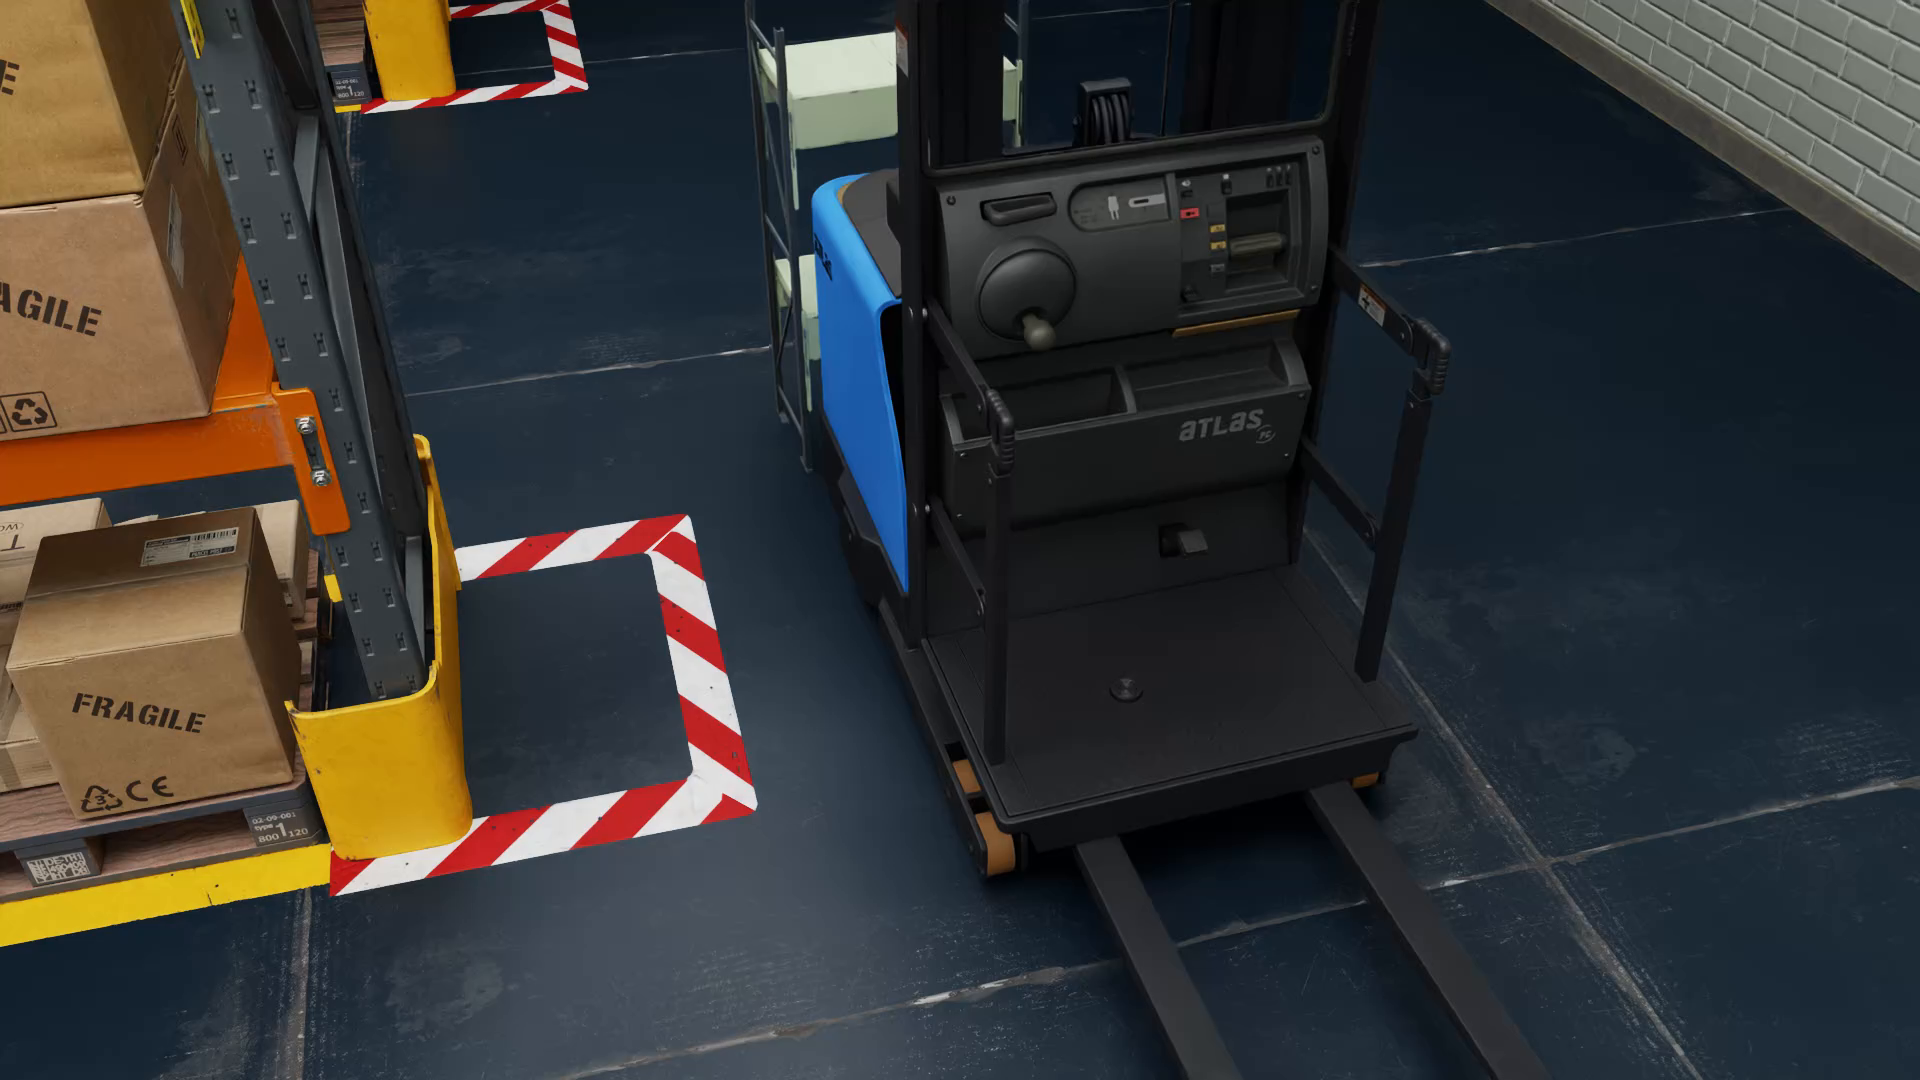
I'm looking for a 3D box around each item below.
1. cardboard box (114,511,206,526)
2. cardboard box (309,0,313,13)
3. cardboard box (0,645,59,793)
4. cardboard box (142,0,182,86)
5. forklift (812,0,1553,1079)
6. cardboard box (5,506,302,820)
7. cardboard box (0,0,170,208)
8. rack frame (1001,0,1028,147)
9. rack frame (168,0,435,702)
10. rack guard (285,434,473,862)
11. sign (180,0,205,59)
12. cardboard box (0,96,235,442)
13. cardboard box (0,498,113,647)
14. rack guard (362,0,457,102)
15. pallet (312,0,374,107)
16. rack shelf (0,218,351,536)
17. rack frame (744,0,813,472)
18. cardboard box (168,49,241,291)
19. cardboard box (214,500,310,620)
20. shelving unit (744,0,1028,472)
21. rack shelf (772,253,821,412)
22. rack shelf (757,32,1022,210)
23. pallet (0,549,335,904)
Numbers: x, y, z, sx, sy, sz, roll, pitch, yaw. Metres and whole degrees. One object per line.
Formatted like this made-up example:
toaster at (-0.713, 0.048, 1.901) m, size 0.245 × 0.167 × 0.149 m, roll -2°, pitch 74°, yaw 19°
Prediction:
cardboard box at (-2.224, 0.101, 4.619) m, size 0.250 × 0.166 × 0.380 m, roll -9°, pitch 38°, yaw -12°
cardboard box at (-3.433, -2.663, 7.975) m, size 0.500 × 0.500 × 0.700 m, roll -9°, pitch 38°, yaw -12°
cardboard box at (-2.364, 0.439, 4.178) m, size 0.250 × 0.166 × 0.380 m, roll -9°, pitch 38°, yaw -12°
cardboard box at (-1.986, -1.275, 3.543) m, size 0.500 × 0.500 × 0.500 m, roll -8°, pitch 38°, yaw -11°
forklift at (0.473, -0.601, 3.623) m, size 1.130 × 2.935 × 3.031 m, roll -11°, pitch 39°, yaw -14°
cardboard box at (-1.949, 0.295, 4.091) m, size 0.500 × 0.500 × 0.500 m, roll -9°, pitch 38°, yaw -12°
cardboard box at (-1.847, -0.959, 3.130) m, size 0.500 × 0.500 × 0.500 m, roll -10°, pitch 38°, yaw -12°
rack frame at (0.122, -1.087, 5.436) m, size 0.023 × 1.500 × 0.400 m, roll -12°, pitch 39°, yaw -15°
rack frame at (-1.489, -0.754, 3.767) m, size 0.127 × 3.000 × 1.000 m, roll -9°, pitch 38°, yaw -12°
rack guard at (-1.562, 0.251, 4.511) m, size 0.348 × 0.500 × 1.175 m, roll -9°, pitch 38°, yaw -12°
sign at (-1.363, -1.011, 2.889) m, size 0.005 × 0.325 × 0.100 m, roll -9°, pitch 38°, yaw -12°
cardboard box at (-1.850, -0.563, 3.435) m, size 0.500 × 0.500 × 0.500 m, roll -8°, pitch 38°, yaw -11°
cardboard box at (-2.570, 0.162, 4.470) m, size 0.500 × 0.250 × 0.500 m, roll -9°, pitch 38°, yaw -12°
rack guard at (-2.761, -2.670, 8.329) m, size 0.348 × 0.500 × 1.175 m, roll -9°, pitch 38°, yaw -12°
pallet at (-3.535, -2.379, 8.186) m, size 1.213 × 0.211 × 1.003 m, roll -9°, pitch 38°, yaw -12°
rack shelf at (-3.419, -0.151, 3.571) m, size 4.000 × 0.370 × 1.077 m, roll -9°, pitch 38°, yaw -12°
rack frame at (-0.568, -0.938, 5.242) m, size 0.023 × 1.500 × 0.400 m, roll -12°, pitch 39°, yaw -15°
cardboard box at (-1.986, -0.878, 3.847) m, size 0.500 × 0.500 × 0.500 m, roll -9°, pitch 38°, yaw -11°
cardboard box at (-1.983, 0.068, 4.676) m, size 0.250 × 0.149 × 0.380 m, roll -9°, pitch 38°, yaw -12°
shelving unit at (-0.223, -1.012, 5.339) m, size 0.755 × 1.500 × 0.431 m, roll -12°, pitch 39°, yaw -15°
rack shelf at (-0.223, -0.753, 5.537) m, size 0.720 × 0.370 × 0.431 m, roll -12°, pitch 39°, yaw -15°
rack shelf at (-0.223, -1.322, 5.102) m, size 0.720 × 0.370 × 0.431 m, roll -12°, pitch 39°, yaw -15°
pallet at (-2.331, 0.493, 4.433) m, size 1.213 × 0.211 × 1.003 m, roll -9°, pitch 38°, yaw -12°
